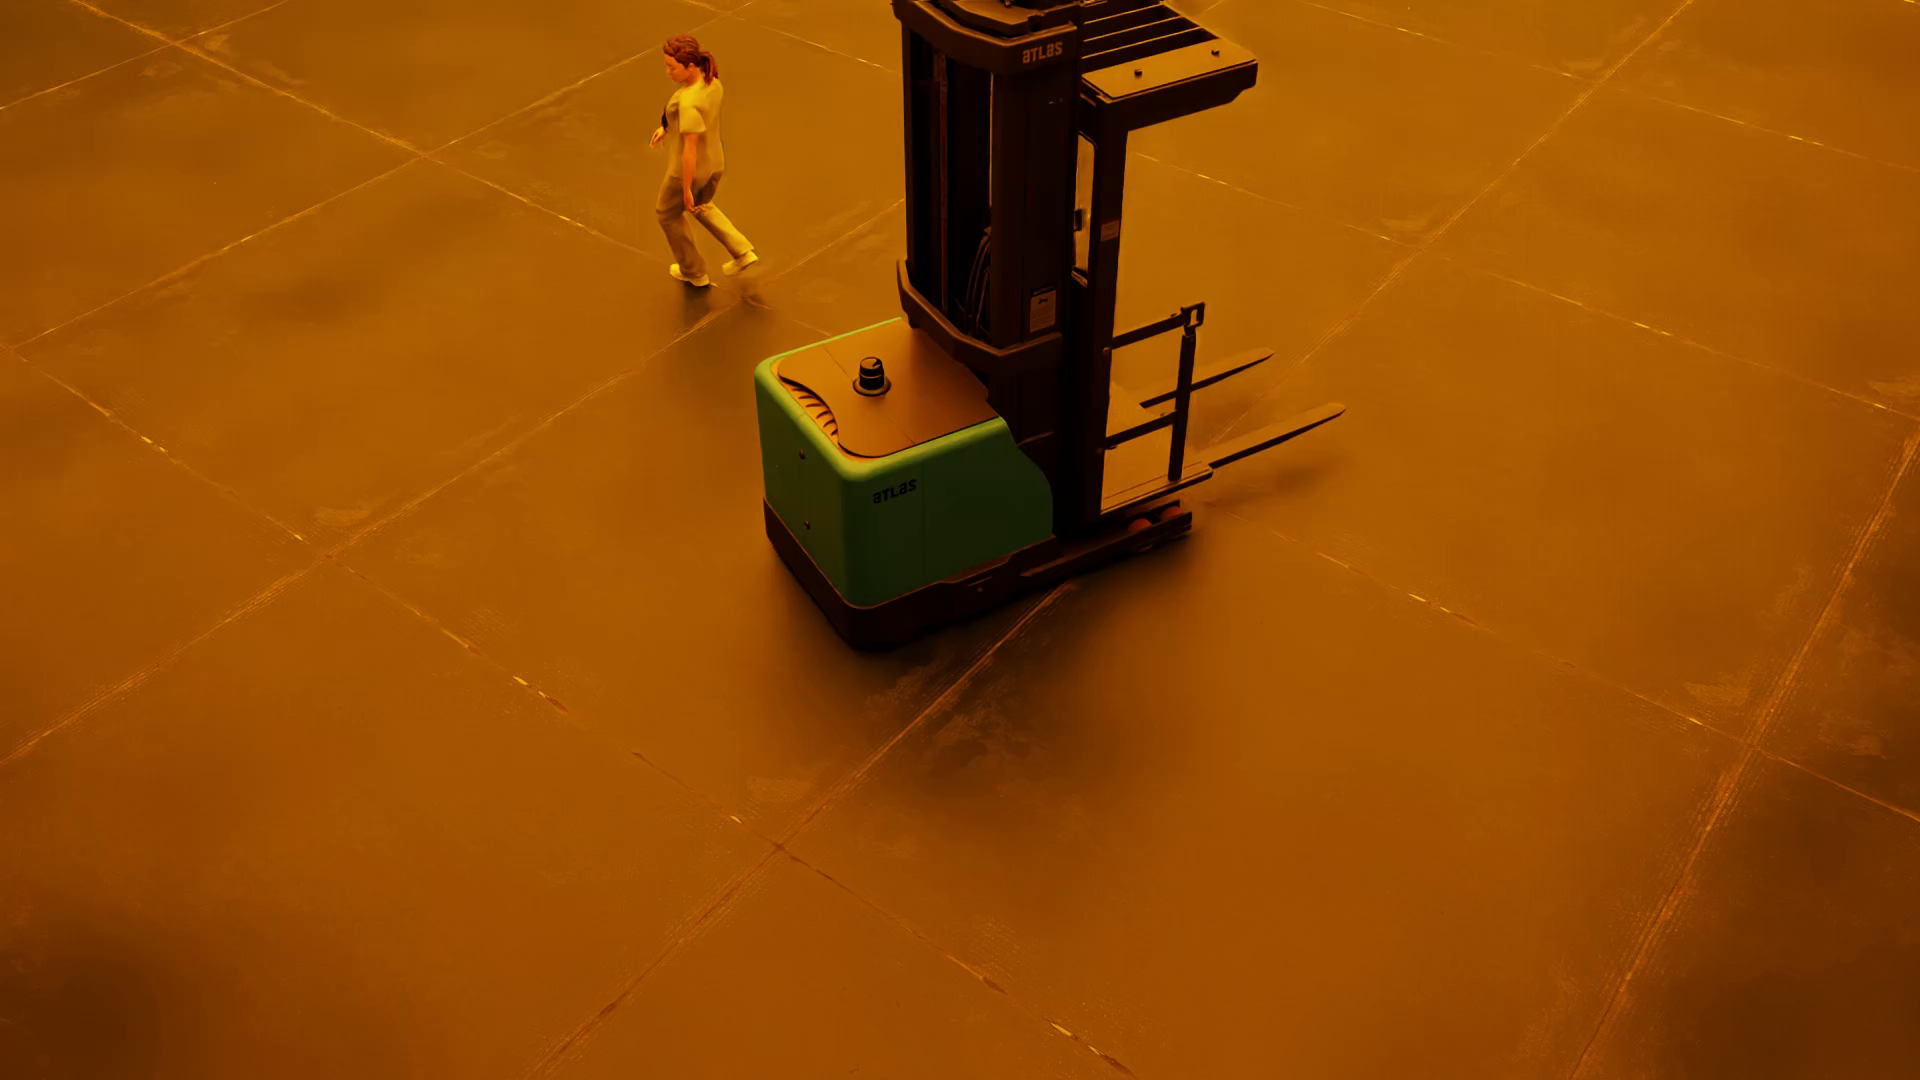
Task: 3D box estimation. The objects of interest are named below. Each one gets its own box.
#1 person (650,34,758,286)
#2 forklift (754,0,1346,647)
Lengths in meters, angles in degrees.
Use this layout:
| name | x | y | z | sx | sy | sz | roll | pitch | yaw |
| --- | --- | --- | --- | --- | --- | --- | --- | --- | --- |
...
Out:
| name | x | y | z | sx | sy | sz | roll | pitch | yaw |
| --- | --- | --- | --- | --- | --- | --- | --- | --- | --- |
| person | -1.557 | -2.148 | 9.612 | 0.606 | 1.621 | 0.586 | 22 | 45 | 24 |
| forklift | 0.570 | -1.331 | 7.636 | 3.031 | 2.935 | 1.130 | -21 | 45 | -23 |
